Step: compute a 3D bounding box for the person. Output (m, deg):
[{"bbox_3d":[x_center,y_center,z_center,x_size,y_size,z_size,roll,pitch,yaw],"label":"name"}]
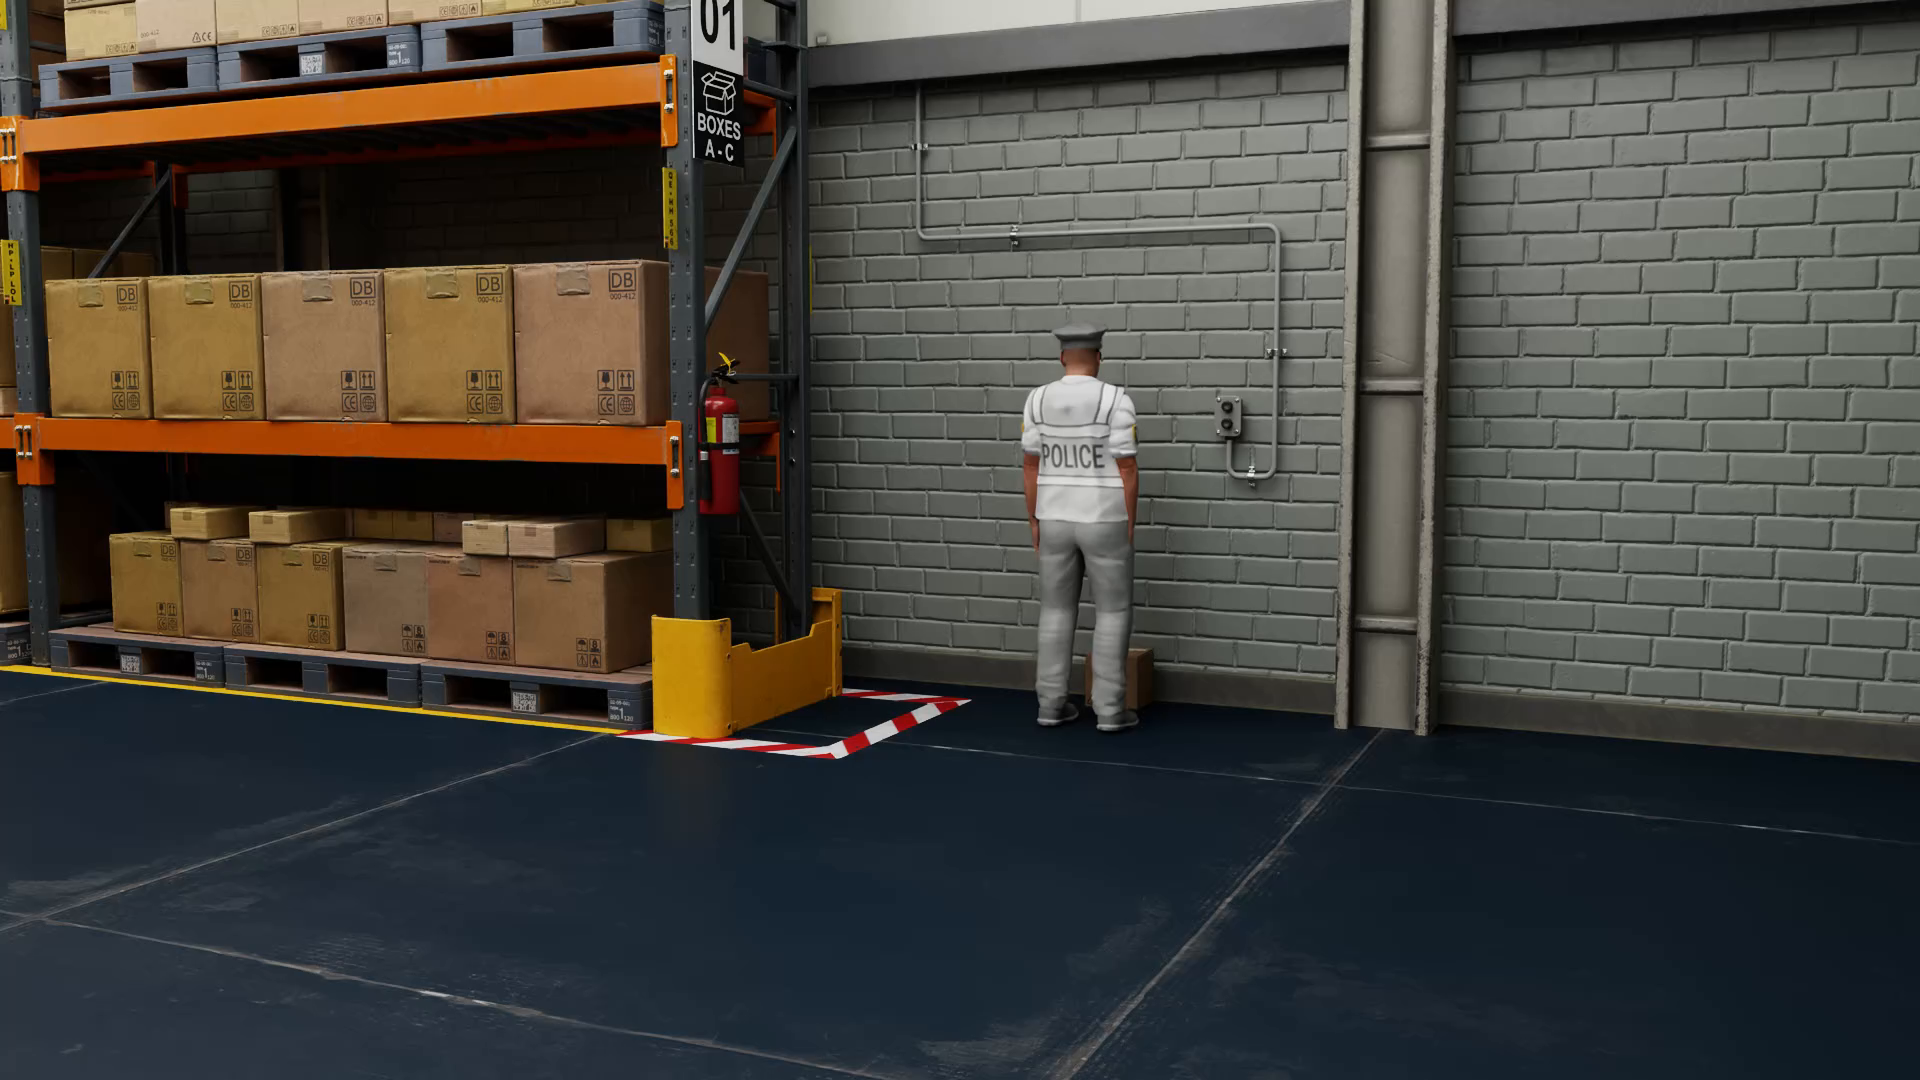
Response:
[{"bbox_3d":[0.530,-0.062,7.183,0.528,1.751,0.393,3,6,25],"label":"person"}]
